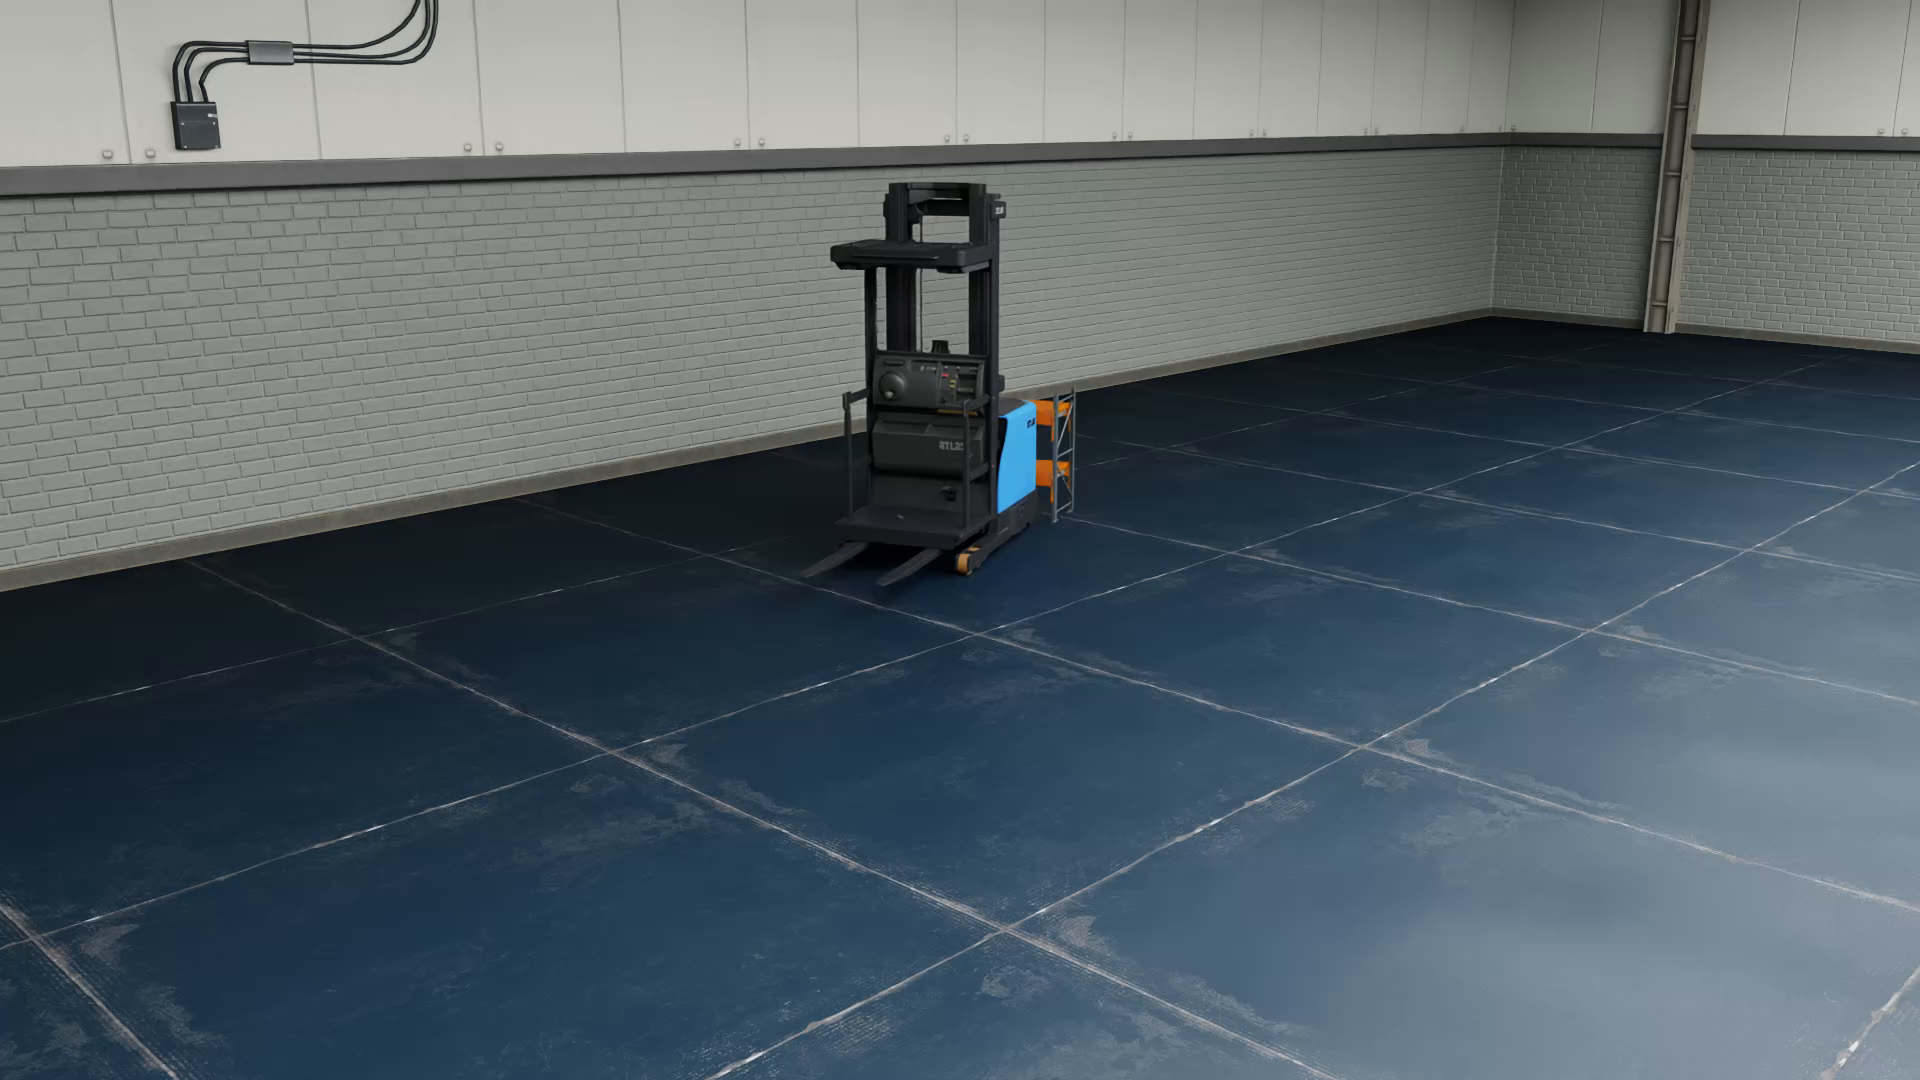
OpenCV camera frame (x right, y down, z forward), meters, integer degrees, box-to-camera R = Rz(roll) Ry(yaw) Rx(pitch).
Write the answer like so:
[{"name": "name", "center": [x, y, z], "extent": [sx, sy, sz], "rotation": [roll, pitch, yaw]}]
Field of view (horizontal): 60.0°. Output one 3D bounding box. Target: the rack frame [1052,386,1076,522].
[{"name": "rack frame", "center": [0.913, -0.758, 14.611], "extent": [0.032, 1.125, 0.500], "rotation": [6, 16, 22]}]

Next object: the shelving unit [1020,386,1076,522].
[{"name": "shelving unit", "center": [0.444, -0.808, 14.801], "extent": [1.048, 1.125, 0.538], "rotation": [6, 16, 22]}]

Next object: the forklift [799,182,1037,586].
[{"name": "forklift", "center": [-0.322, -1.268, 12.986], "extent": [1.130, 2.935, 3.031], "rotation": [5, 16, 20]}]

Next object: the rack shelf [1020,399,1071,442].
[{"name": "rack shelf", "center": [0.444, -1.091, 14.727], "extent": [1.000, 0.278, 0.538], "rotation": [6, 16, 22]}]

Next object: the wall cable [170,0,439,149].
[{"name": "wall cable", "center": [-5.193, -6.116, 12.811], "extent": [0.169, 6.003, 2.305], "rotation": [14, 20, 42]}]

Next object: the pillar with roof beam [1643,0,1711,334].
[{"name": "pillar with roof beam", "center": [8.286, -6.930, 22.682], "extent": [0.400, 9.000, 9.100], "rotation": [14, 20, 42]}]

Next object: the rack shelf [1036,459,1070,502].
[{"name": "rack shelf", "center": [0.444, -0.571, 14.862], "extent": [1.000, 0.278, 0.538], "rotation": [6, 16, 22]}]
